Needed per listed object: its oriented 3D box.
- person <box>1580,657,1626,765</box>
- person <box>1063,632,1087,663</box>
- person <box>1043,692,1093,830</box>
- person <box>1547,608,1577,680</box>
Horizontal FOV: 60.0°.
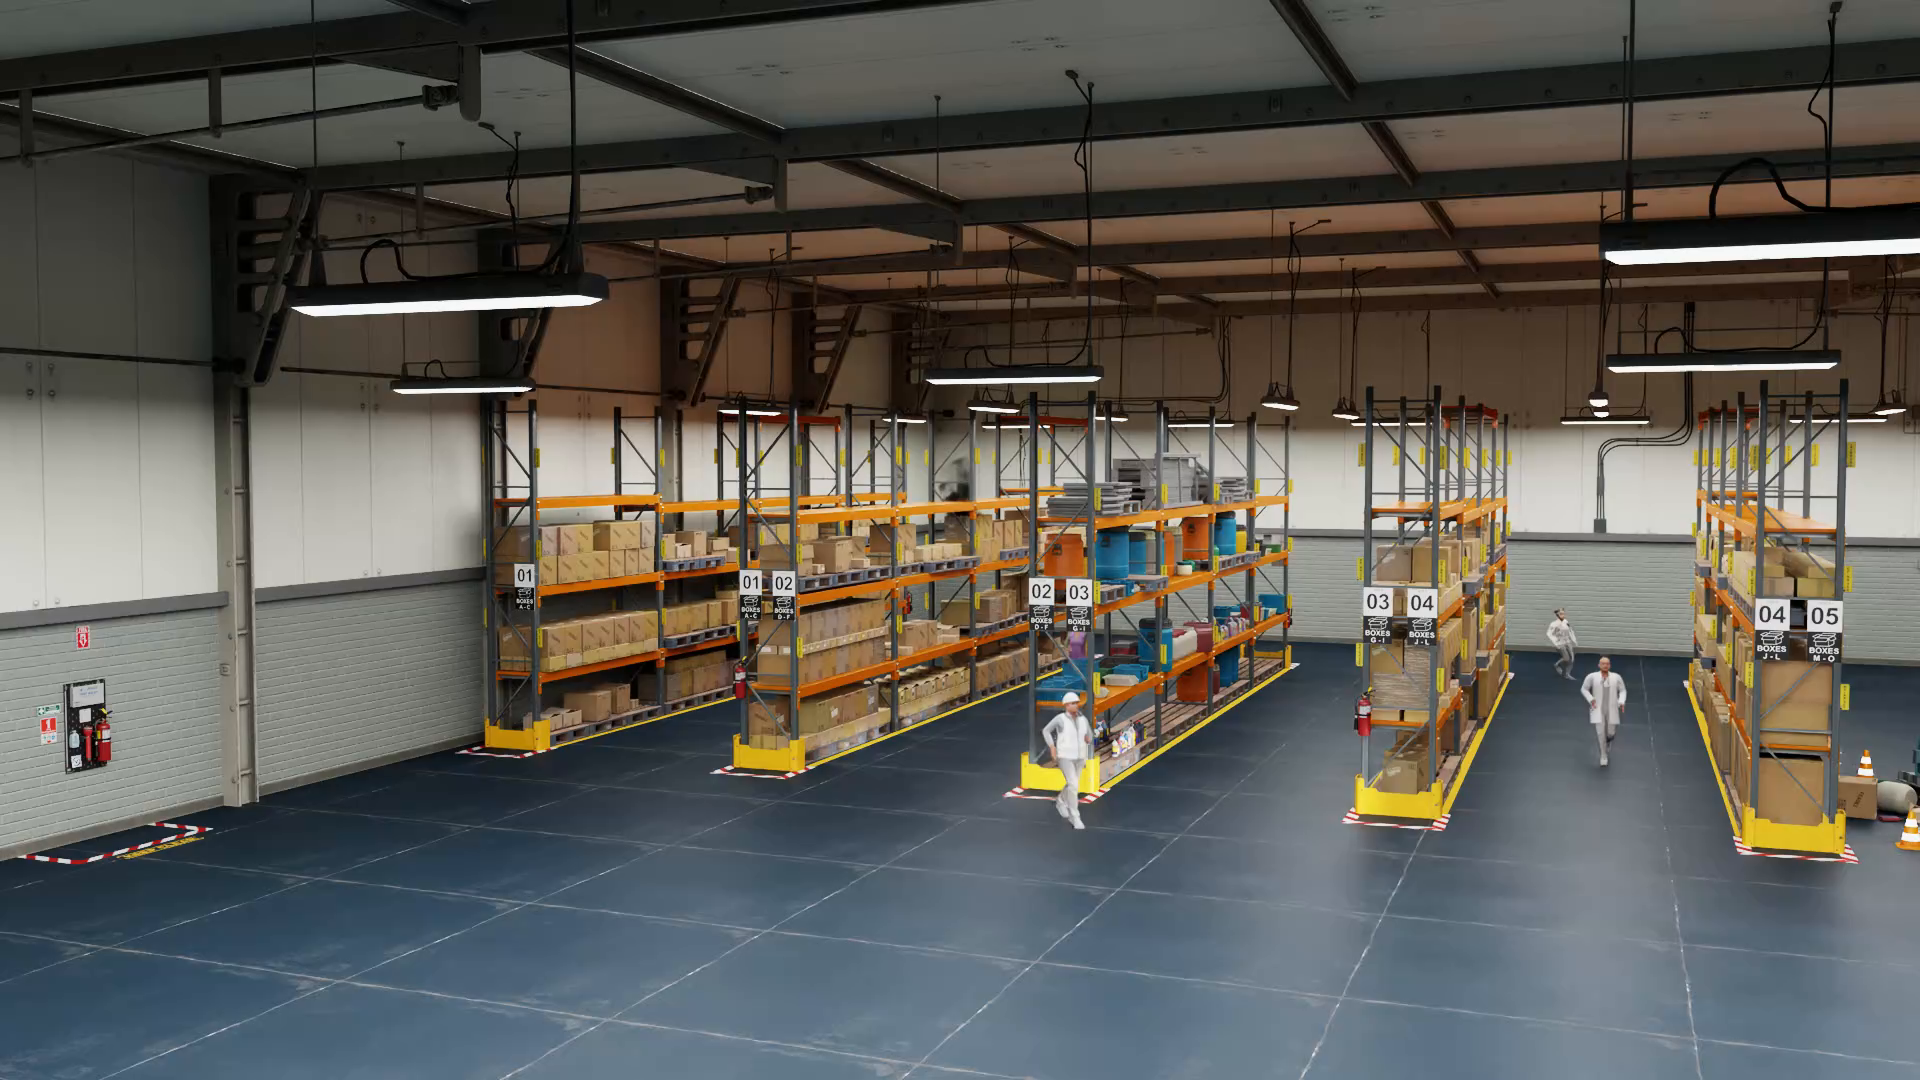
[{"bbox_3d":[10.582,2.796,27.348,0.712,1.739,0.652,1,3,15],"label":"person"},{"bbox_3d":[2.250,2.337,31.984,0.551,1.586,0.753,1,3,13],"label":"person"},{"bbox_3d":[1.511,2.984,22.736,0.641,1.811,0.811,-2,3,-33],"label":"person"},{"bbox_3d":[13.610,2.349,37.574,0.661,1.640,0.511,-1,3,-21],"label":"person"}]
